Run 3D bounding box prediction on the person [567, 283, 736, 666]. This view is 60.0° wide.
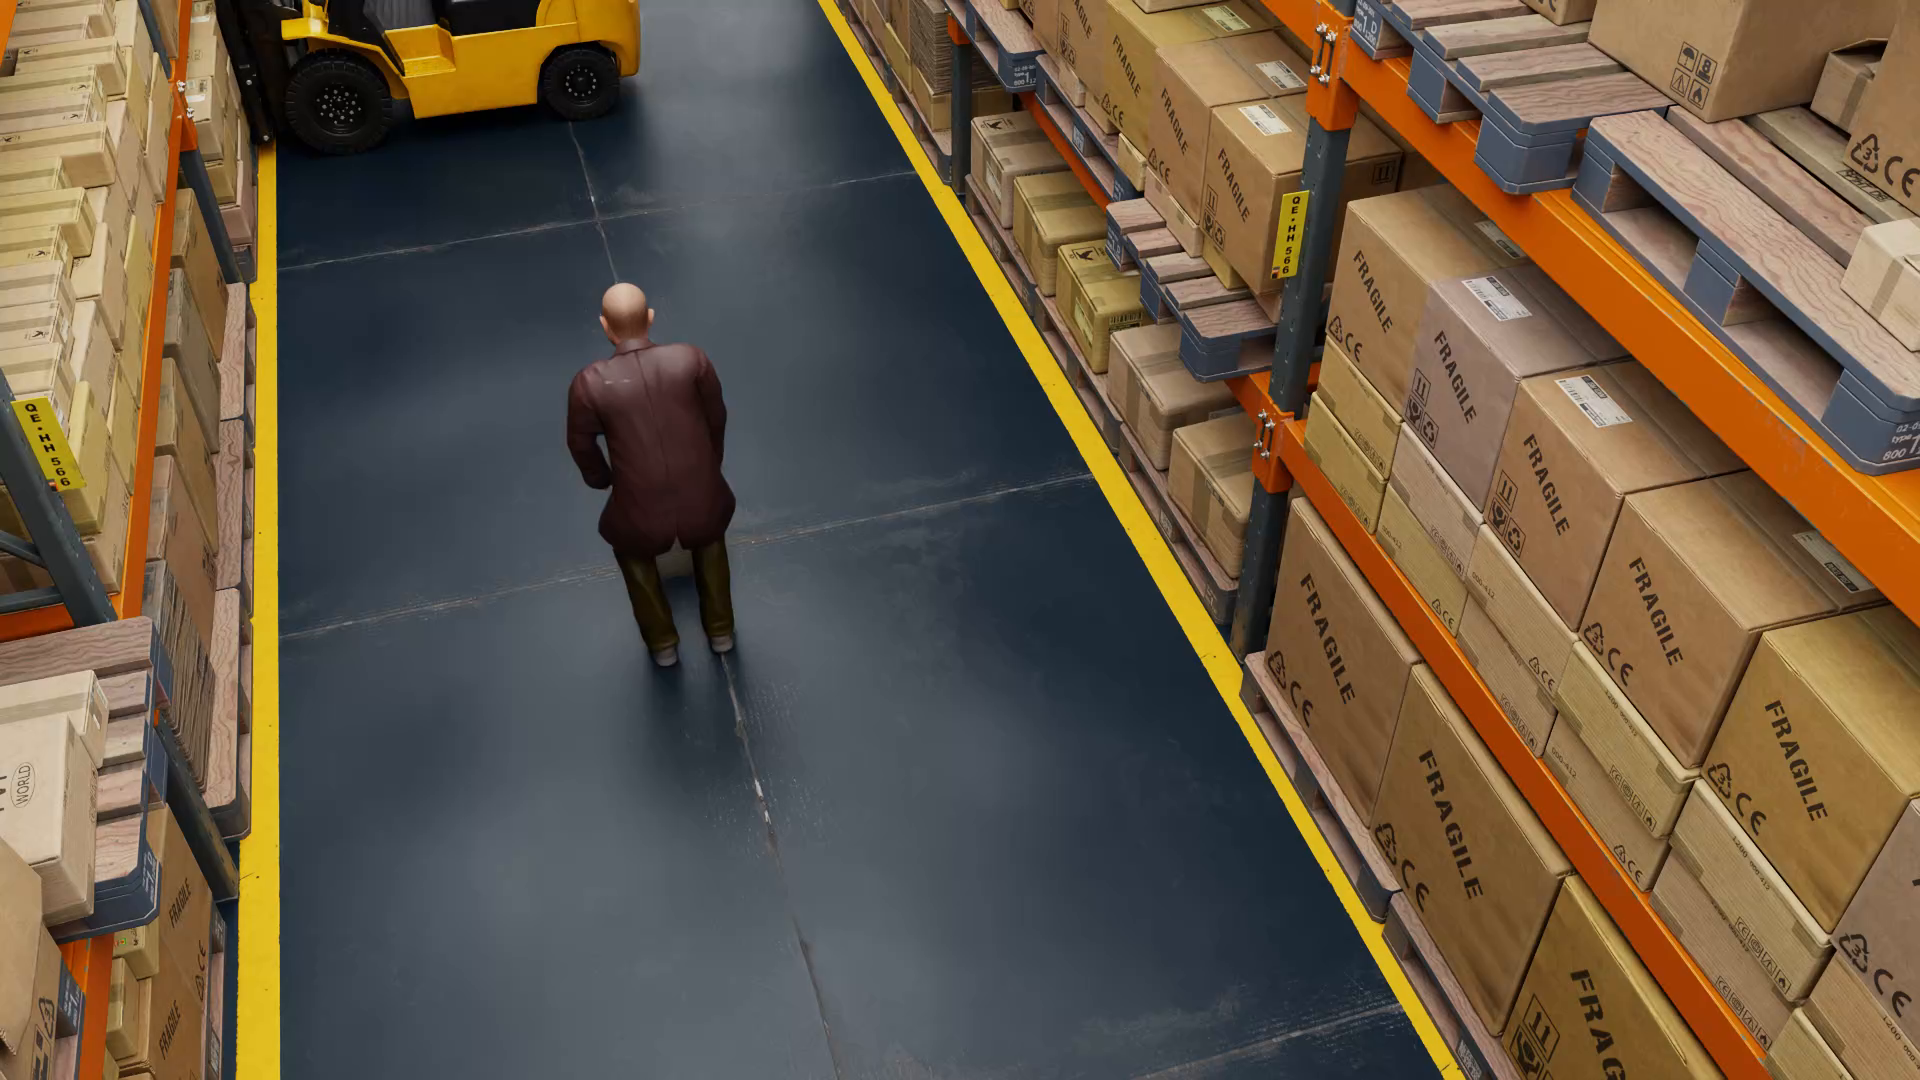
[{"bbox_3d":[-1.185,-0.211,6.510,0.611,1.654,0.515,-11,43,-12],"label":"person"}]
